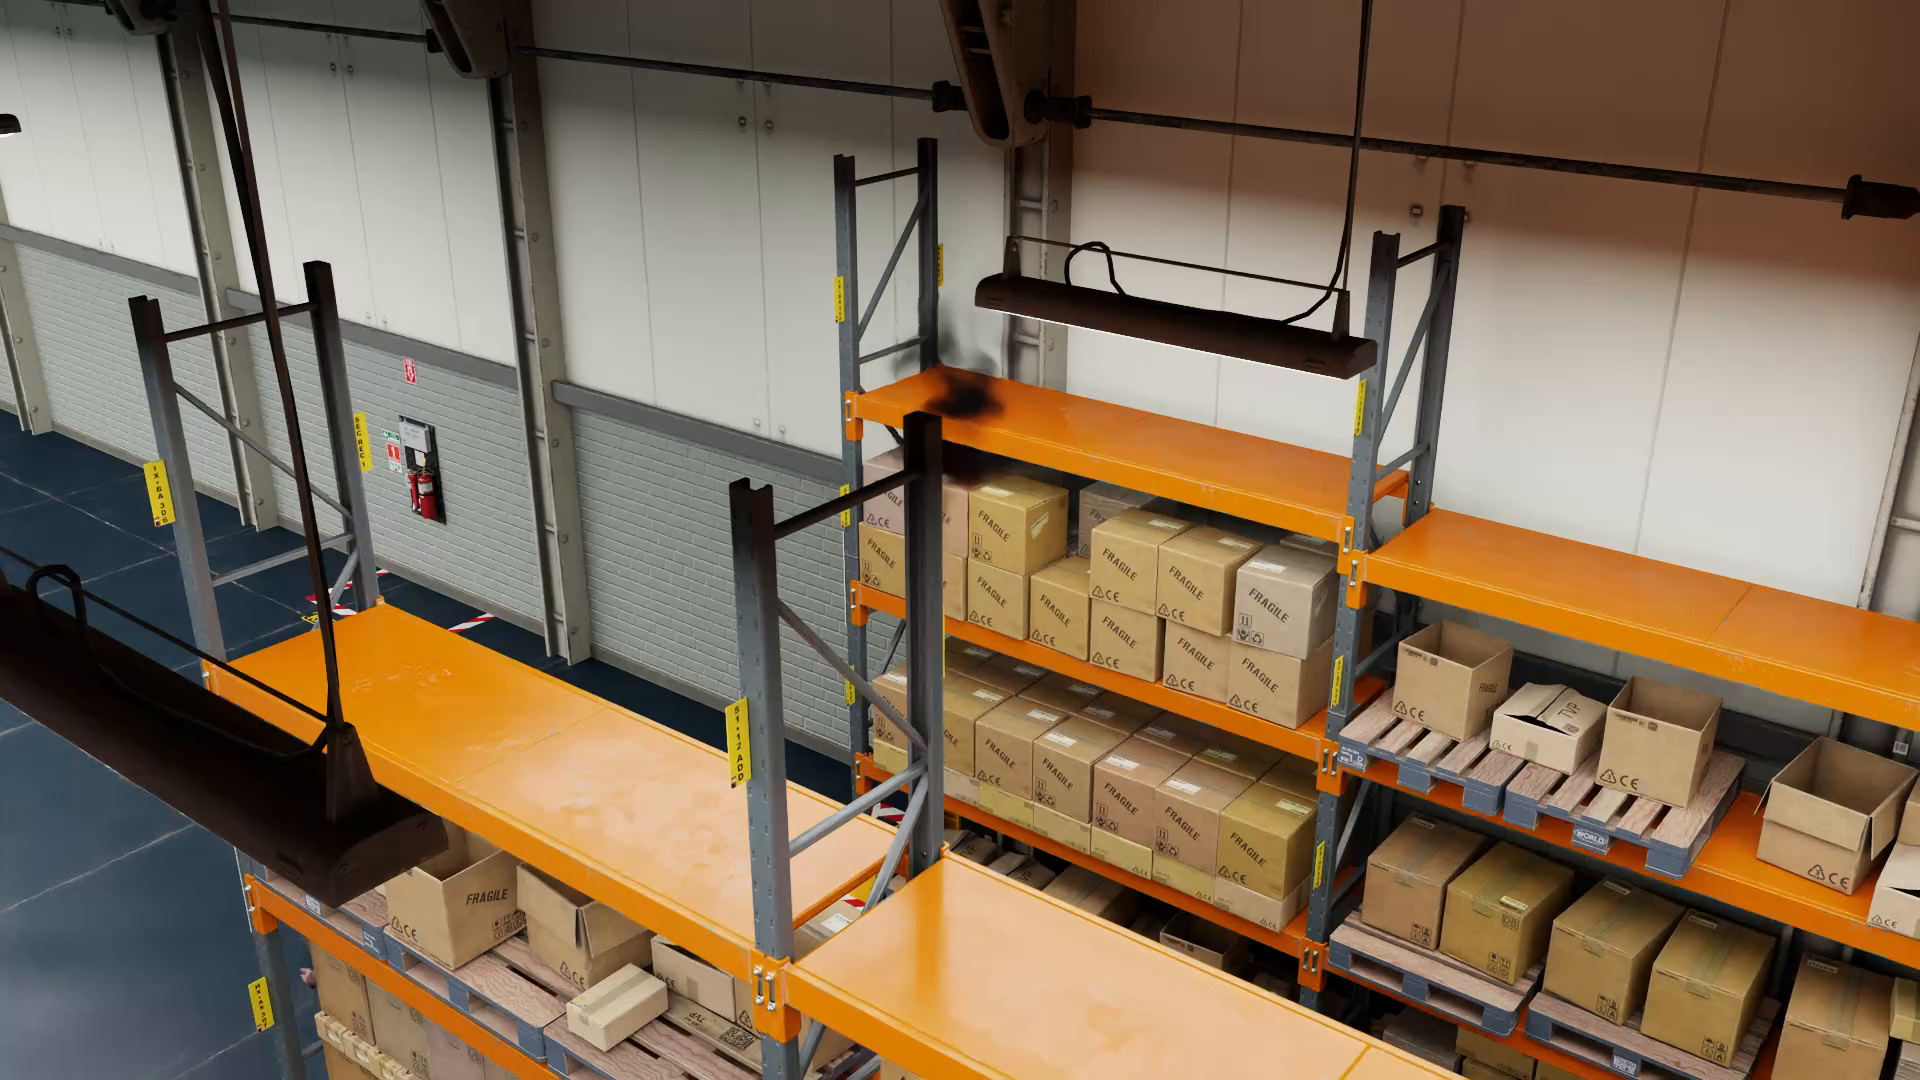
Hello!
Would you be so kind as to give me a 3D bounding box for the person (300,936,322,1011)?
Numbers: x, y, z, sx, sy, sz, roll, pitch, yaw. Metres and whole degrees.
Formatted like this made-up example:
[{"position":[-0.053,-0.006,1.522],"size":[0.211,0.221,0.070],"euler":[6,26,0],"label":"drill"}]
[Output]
[{"position":[-4.152,2.972,11.356],"size":[0.643,1.684,0.753],"euler":[-1,23,-2],"label":"person"}]
